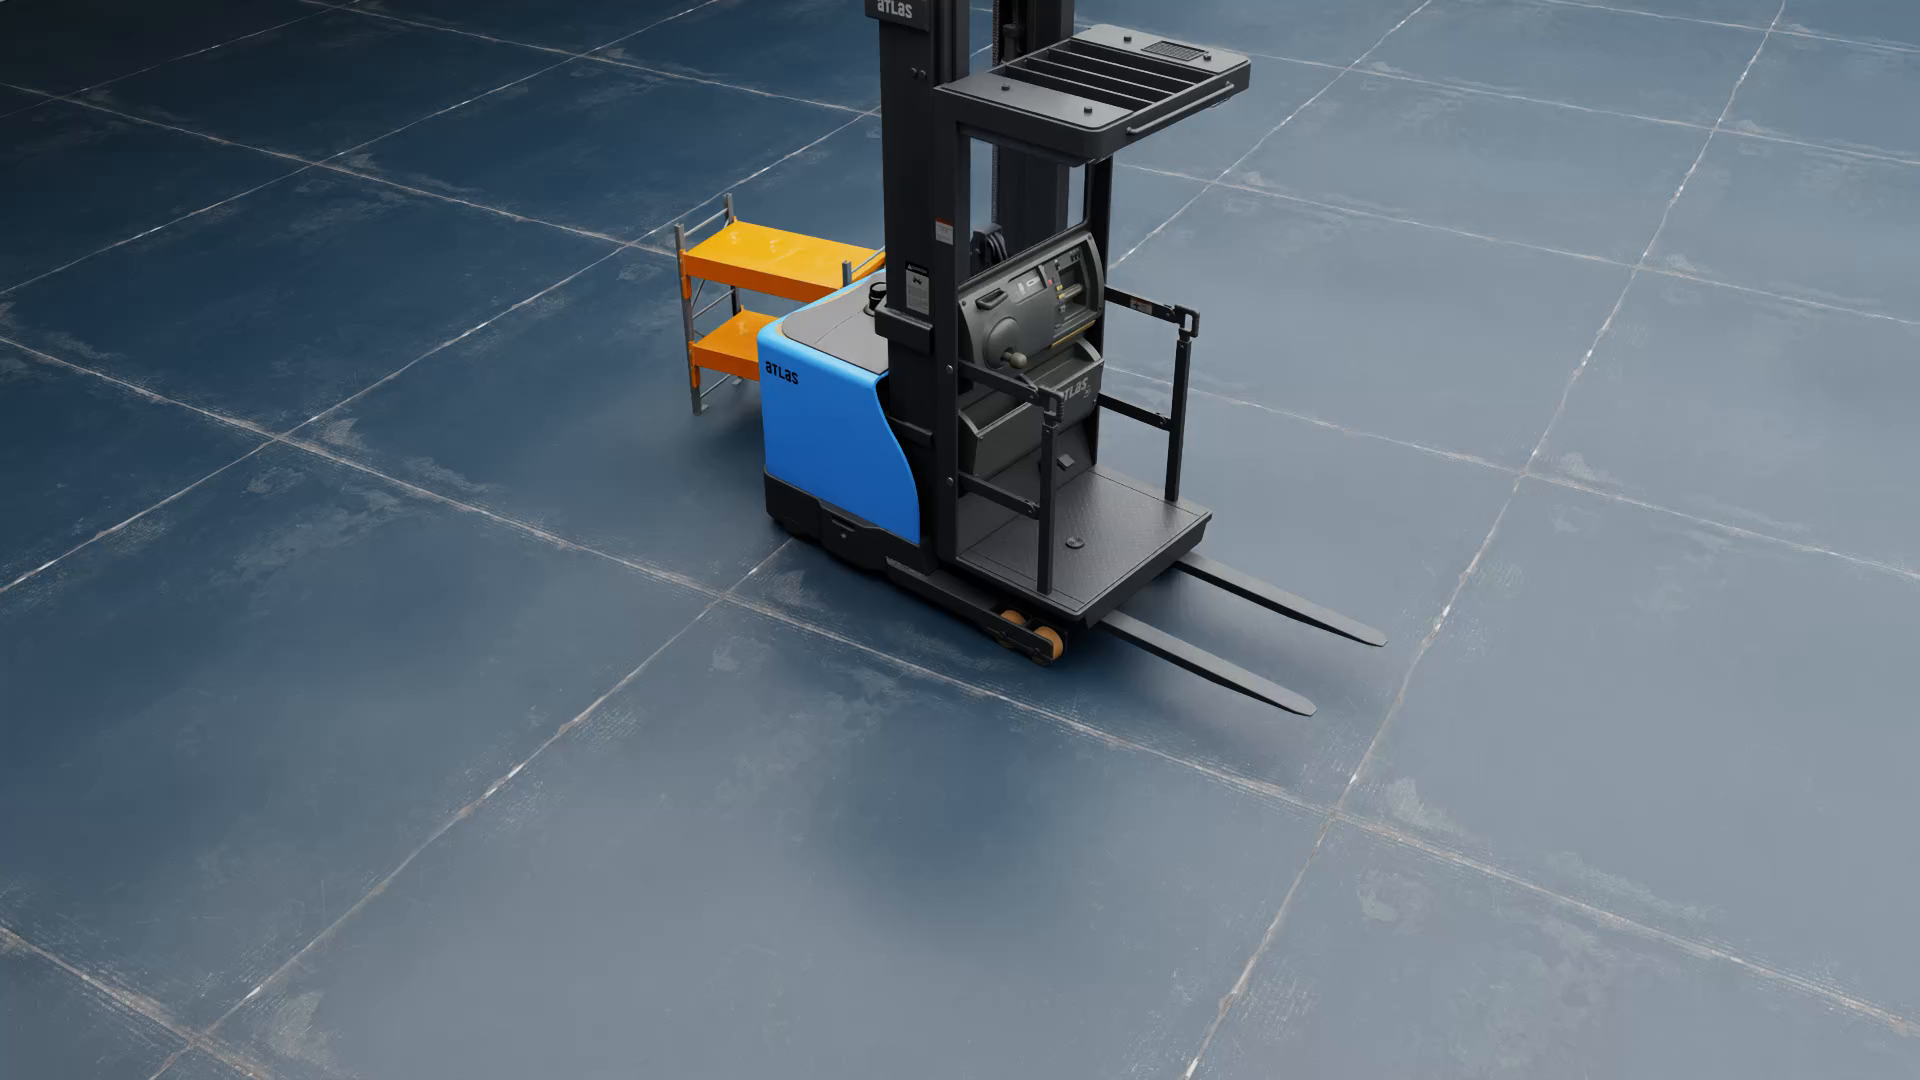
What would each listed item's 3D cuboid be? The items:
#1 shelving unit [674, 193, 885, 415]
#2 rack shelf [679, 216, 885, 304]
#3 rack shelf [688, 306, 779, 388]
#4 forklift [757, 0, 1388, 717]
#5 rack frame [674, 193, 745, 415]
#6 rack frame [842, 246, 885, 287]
[{"bbox_3d":[-0.916,-1.165,8.985,1.048,1.125,0.538,16,37,22],"label":"shelving unit"},{"bbox_3d":[-0.916,-1.409,8.823,1.000,0.278,0.538,16,37,22],"label":"rack shelf"},{"bbox_3d":[-0.916,-0.962,9.121,1.000,0.278,0.538,16,37,22],"label":"rack shelf"},{"bbox_3d":[0.481,-0.997,7.103,3.031,2.935,1.130,25,41,32],"label":"forklift"},{"bbox_3d":[-1.368,-1.294,9.178,0.032,1.125,0.500,16,37,22],"label":"rack frame"},{"bbox_3d":[-0.463,-1.037,8.792,0.032,1.125,0.500,16,37,22],"label":"rack frame"}]
